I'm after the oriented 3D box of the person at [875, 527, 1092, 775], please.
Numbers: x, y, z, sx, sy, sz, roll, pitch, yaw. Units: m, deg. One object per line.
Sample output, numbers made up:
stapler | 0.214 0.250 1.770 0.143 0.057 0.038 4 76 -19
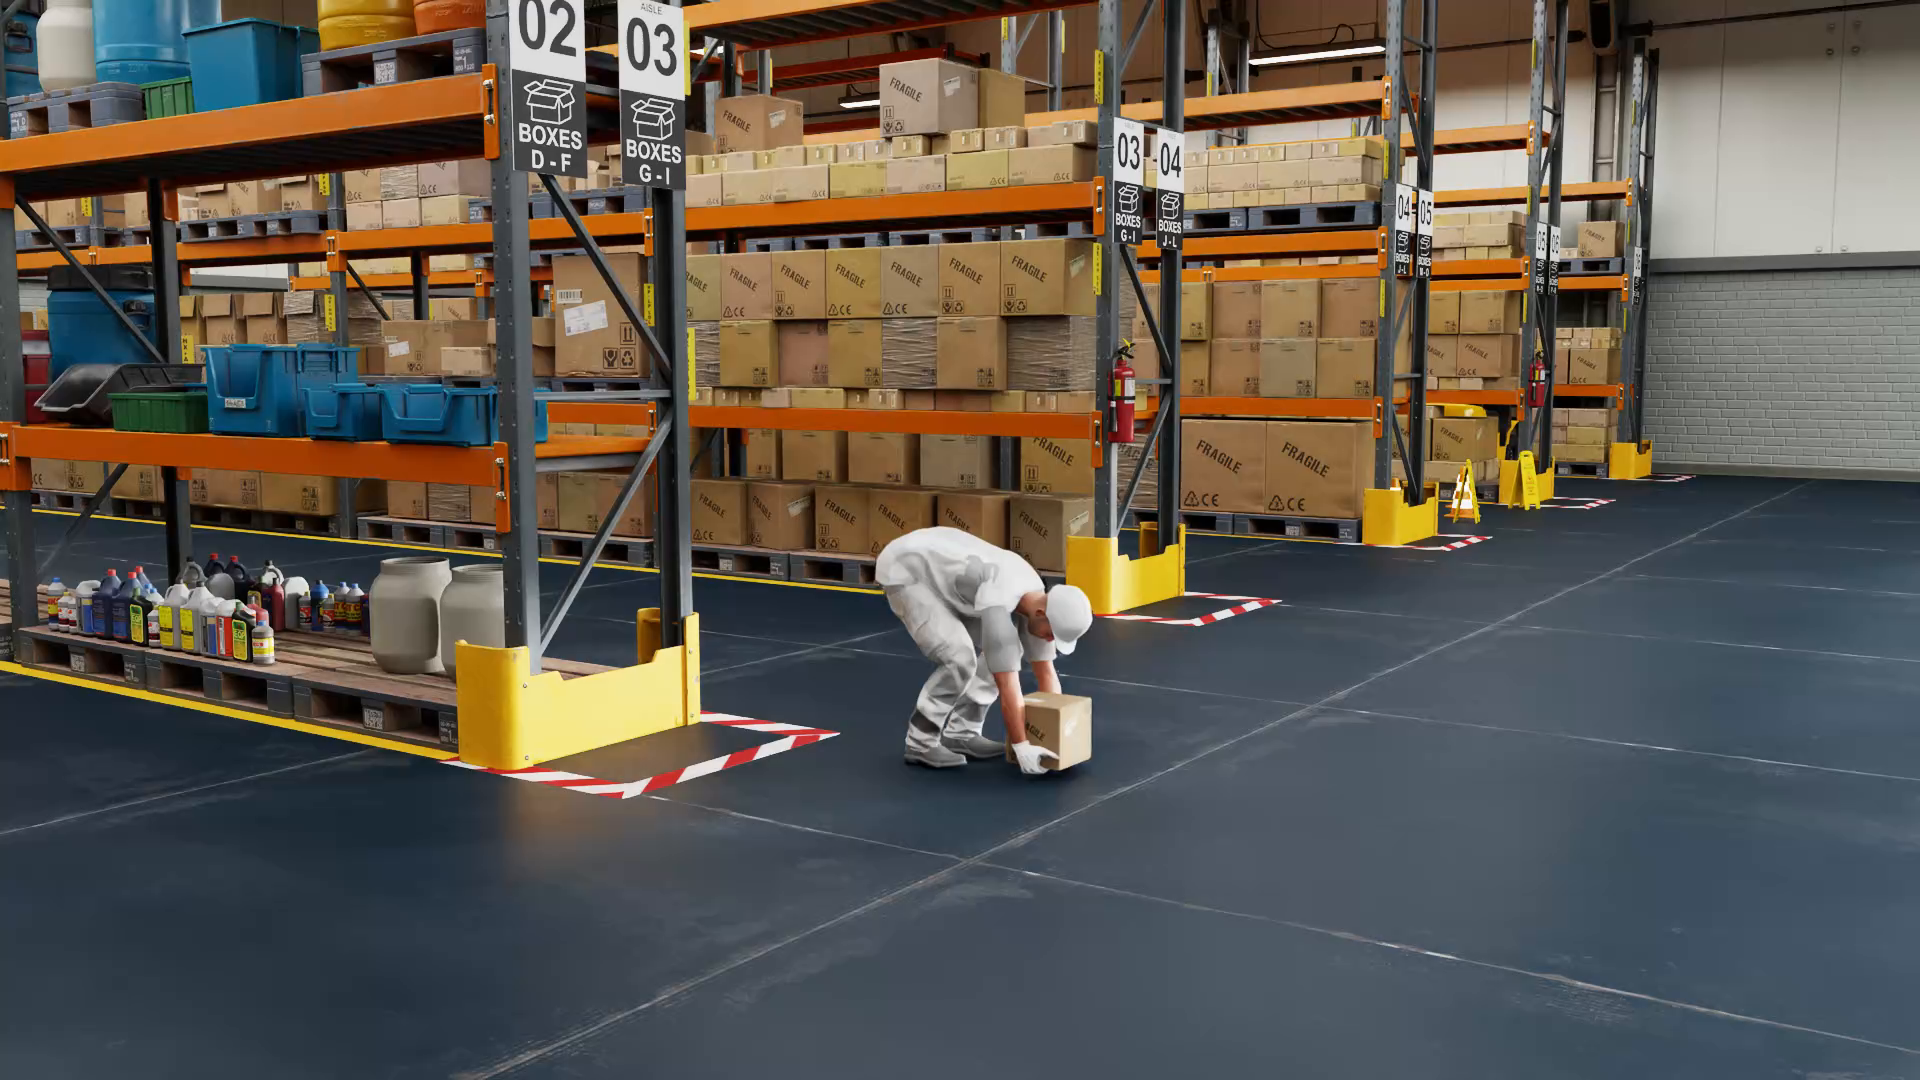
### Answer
person | 0.106 0.443 6.803 0.948 0.970 0.521 4 7 31
